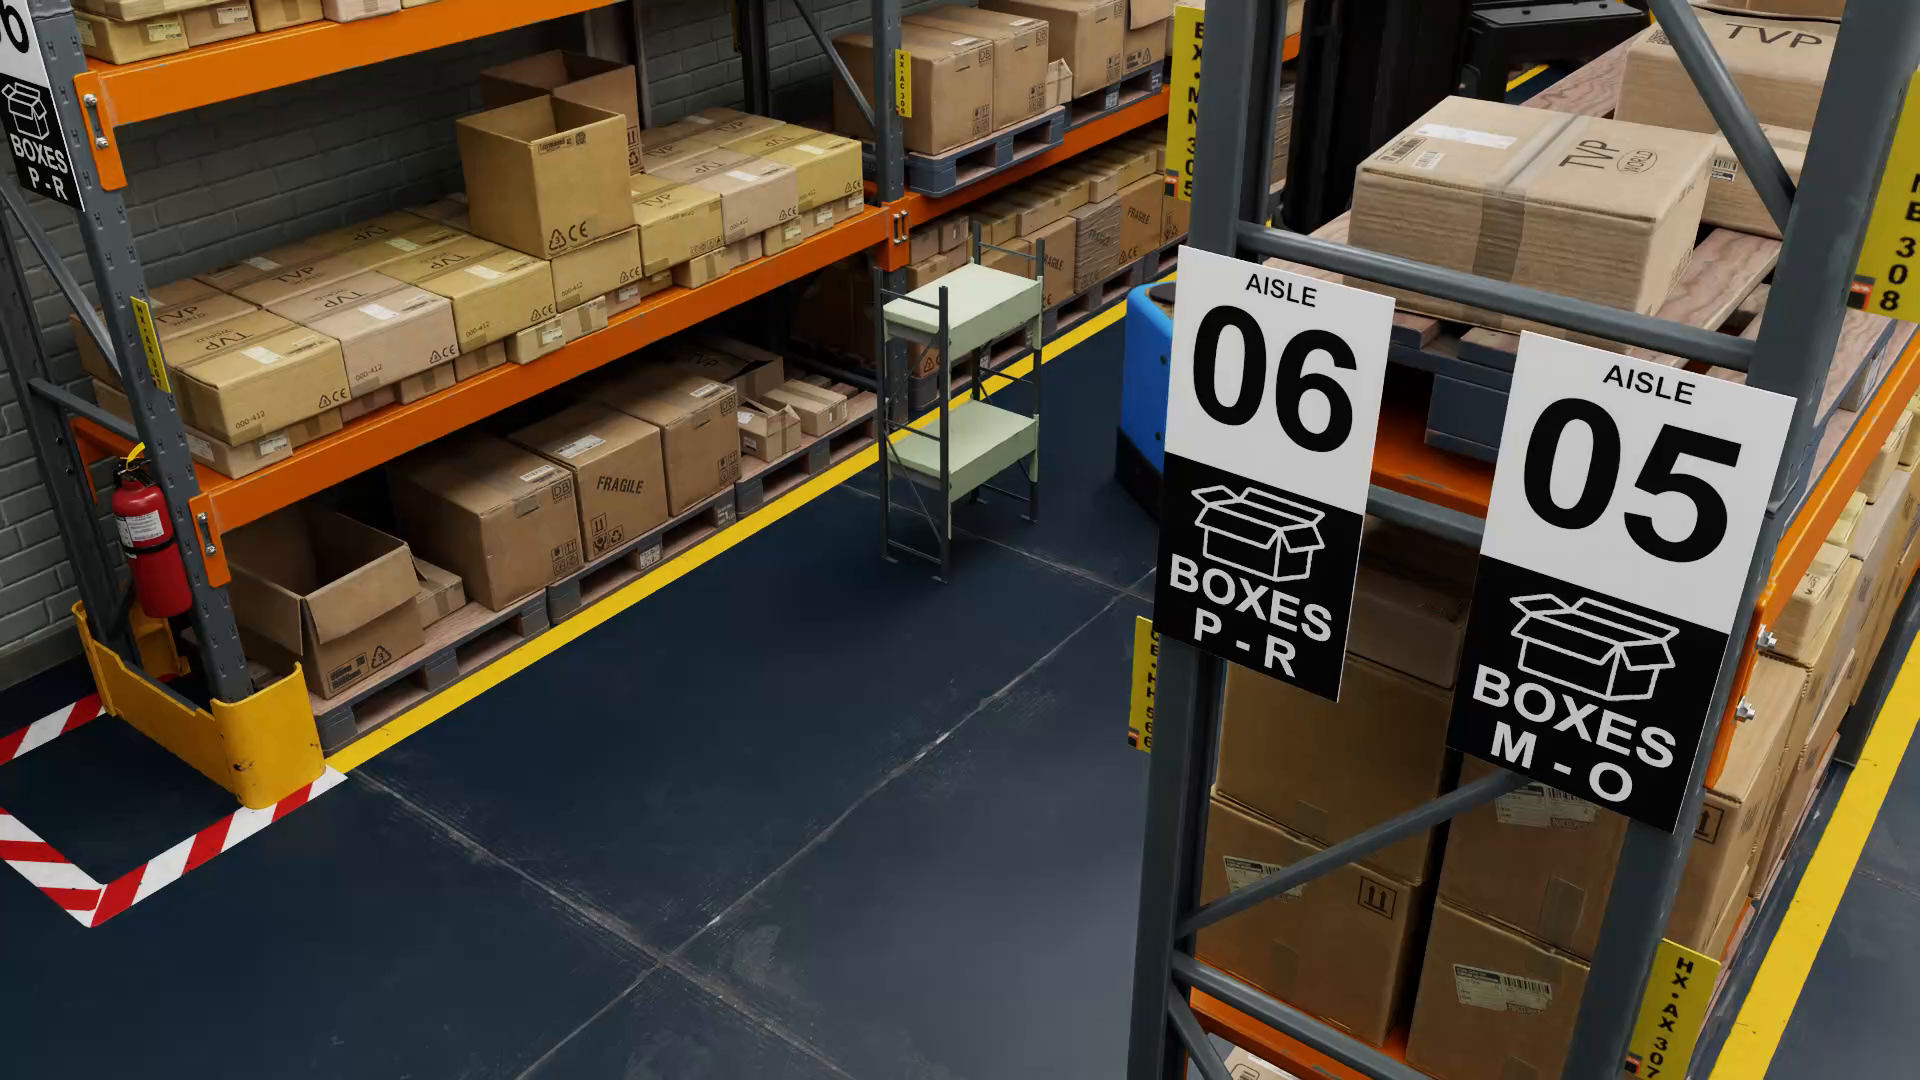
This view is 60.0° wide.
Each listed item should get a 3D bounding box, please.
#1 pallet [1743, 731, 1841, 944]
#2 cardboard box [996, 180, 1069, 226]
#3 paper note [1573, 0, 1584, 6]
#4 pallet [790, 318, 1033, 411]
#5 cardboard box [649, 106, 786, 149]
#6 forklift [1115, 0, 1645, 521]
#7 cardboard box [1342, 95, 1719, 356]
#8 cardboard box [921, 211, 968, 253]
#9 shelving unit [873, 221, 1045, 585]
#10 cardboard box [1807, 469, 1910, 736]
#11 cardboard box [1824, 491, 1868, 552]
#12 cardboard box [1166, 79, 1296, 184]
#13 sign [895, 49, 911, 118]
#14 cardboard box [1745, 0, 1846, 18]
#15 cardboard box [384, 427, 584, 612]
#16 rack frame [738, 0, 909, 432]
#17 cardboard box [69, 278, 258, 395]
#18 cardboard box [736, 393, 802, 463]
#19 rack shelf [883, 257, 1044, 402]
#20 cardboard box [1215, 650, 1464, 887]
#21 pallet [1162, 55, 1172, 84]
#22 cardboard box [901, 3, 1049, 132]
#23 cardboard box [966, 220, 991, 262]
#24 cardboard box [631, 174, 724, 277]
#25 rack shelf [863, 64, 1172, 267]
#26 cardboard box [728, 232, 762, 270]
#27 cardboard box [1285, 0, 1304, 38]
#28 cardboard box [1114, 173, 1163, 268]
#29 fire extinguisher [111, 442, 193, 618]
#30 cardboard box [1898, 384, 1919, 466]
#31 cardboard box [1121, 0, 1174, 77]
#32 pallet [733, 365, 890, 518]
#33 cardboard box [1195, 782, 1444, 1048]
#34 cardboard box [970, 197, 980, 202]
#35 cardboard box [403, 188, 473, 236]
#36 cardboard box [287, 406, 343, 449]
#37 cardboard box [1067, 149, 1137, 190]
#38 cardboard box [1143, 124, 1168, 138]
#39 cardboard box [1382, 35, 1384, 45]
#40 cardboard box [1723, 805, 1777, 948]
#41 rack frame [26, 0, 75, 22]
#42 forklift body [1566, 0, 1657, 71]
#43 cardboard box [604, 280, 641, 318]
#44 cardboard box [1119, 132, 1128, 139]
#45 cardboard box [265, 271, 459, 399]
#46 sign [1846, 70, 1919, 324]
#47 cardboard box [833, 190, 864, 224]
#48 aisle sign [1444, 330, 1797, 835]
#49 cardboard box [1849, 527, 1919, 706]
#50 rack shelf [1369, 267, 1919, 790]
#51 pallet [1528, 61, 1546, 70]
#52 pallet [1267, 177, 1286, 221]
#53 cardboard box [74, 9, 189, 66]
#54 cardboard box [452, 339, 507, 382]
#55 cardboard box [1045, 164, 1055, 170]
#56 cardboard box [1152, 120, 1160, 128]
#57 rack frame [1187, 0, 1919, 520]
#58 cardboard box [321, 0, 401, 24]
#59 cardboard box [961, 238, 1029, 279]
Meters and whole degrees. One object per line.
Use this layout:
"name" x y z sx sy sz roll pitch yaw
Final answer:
"pallet" 2.715 0.940 6.457 1.003 0.211 1.213 21 37 31
"cardboard box" 0.443 -2.069 10.202 0.380 0.149 0.250 23 37 33
"paper note" 1.626 -1.424 4.353 0.006 0.032 0.123 21 37 31
"pallet" -0.263 -1.213 10.090 1.003 0.211 1.213 21 37 31
"cardboard box" -1.238 -2.016 8.565 0.500 0.250 0.500 21 36 31
"forklift" 2.393 -1.591 8.060 3.031 2.935 1.130 -9 32 -15
"cardboard box" 1.021 -0.579 2.979 0.500 0.250 0.500 18 35 27
"cardboard box" -0.176 -1.767 9.402 0.380 0.149 0.250 19 36 29
"shelving unit" 0.004 -0.648 7.872 0.431 1.500 0.755 21 37 31
"cardboard box" 1.949 0.077 4.099 0.500 0.500 0.500 21 36 31
"cardboard box" 1.751 -0.041 3.662 0.380 0.149 0.250 20 36 30
"cardboard box" 2.079 -3.105 12.464 0.875 0.625 0.625 22 37 33
"sign" -0.286 -2.279 8.304 0.100 0.325 0.005 21 37 31
"cardboard box" 2.158 -1.249 3.865 0.500 0.500 0.500 22 37 32
"cardboard box" -2.146 -0.105 7.525 0.700 0.500 0.500 23 38 33
"rack frame" -0.723 -2.071 8.802 1.000 3.000 0.127 21 37 31
"cardboard box" -3.072 -0.777 6.474 0.500 0.250 0.500 22 37 33
"cardboard box" -1.041 -0.613 8.612 0.396 0.266 0.258 23 37 33
"rack shelf" 0.004 -0.984 7.673 0.431 0.370 0.720 21 37 31
"cardboard box" 0.923 0.339 3.657 0.500 0.500 0.500 22 37 33
"pallet" 1.338 -3.317 11.093 1.213 0.211 1.003 21 37 31
"cardboard box" 0.060 -2.633 9.240 0.700 0.500 0.500 22 37 32
"cardboard box" -0.043 -1.763 9.686 0.380 0.149 0.250 19 36 29
"cardboard box" -1.439 -1.445 7.602 0.500 0.250 0.500 21 36 31
"rack shelf" 0.484 -2.574 10.357 1.077 0.370 4.000 21 37 31
"cardboard box" -1.172 -1.431 7.969 0.380 0.149 0.250 22 37 33
"cardboard box" 2.154 -3.737 11.761 0.500 0.250 0.500 21 37 31
"cardboard box" 0.983 -2.150 10.976 0.500 0.500 0.500 23 38 33
"fire extinguisher" -2.858 -0.049 5.832 0.296 0.674 0.183 21 37 31
"cardboard box" 2.226 -0.347 4.179 0.380 0.149 0.250 20 36 30
"cardboard box" 0.853 -3.201 10.196 0.797 0.503 0.637 20 36 30
"pallet" -1.139 -0.592 9.042 1.003 0.211 1.213 21 37 31
"cardboard box" 0.902 0.761 3.926 0.500 0.500 0.500 21 37 32
"cardboard box" -0.094 -2.111 10.273 0.380 0.149 0.250 22 37 33
"cardboard box" -2.141 -1.398 7.523 0.500 0.250 0.500 21 37 31
"cardboard box" -2.604 -0.503 6.404 0.380 0.149 0.250 22 37 32
"cardboard box" 0.915 -2.393 10.750 0.380 0.149 0.250 21 36 31
"cardboard box" 1.455 -2.682 11.236 0.380 0.149 0.250 19 36 29
"cardboard box" 3.325 -3.953 13.895 0.875 0.625 0.625 21 36 31
"cardboard box" 1.623 0.717 3.999 0.500 0.500 0.500 21 36 31
"rack frame" -3.138 -3.026 4.529 1.000 3.000 0.127 21 37 31
"forklift body" 6.830 -5.251 15.000 2.313 2.155 1.214 21 37 31
"cardboard box" -1.660 -1.133 7.467 0.380 0.149 0.250 21 37 31
"cardboard box" 0.946 -2.865 11.546 0.380 0.149 0.250 22 37 33
"cardboard box" -2.345 -0.815 6.538 0.500 0.250 0.500 22 37 32
"sign" 1.260 -0.446 2.183 0.100 0.325 0.005 21 37 31
"cardboard box" -0.715 -1.755 8.516 0.380 0.149 0.250 22 37 32
"aisle sign" 1.009 0.082 2.620 0.394 0.787 0.004 21 37 31
"cardboard box" 2.562 0.099 5.042 0.500 0.500 0.500 21 36 31
"rack shelf" 2.029 -0.712 4.274 1.077 0.370 4.000 21 37 31
"pallet" 5.355 -4.931 16.363 1.003 0.211 1.213 21 37 31
"pallet" 2.219 -2.819 12.800 1.003 0.211 1.213 21 37 31
"cardboard box" -2.760 -1.685 5.455 0.380 0.149 0.250 22 37 32
"cardboard box" -2.116 -0.815 6.929 0.380 0.149 0.250 22 37 32
"cardboard box" 0.390 -2.423 10.799 0.380 0.149 0.250 21 37 32
"cardboard box" 1.213 -2.717 11.932 0.500 0.500 0.500 23 37 33
"rack frame" 0.822 -1.499 1.954 1.000 3.000 0.127 21 37 31
"cardboard box" -2.222 -1.968 5.933 0.380 0.149 0.250 22 37 32
"cardboard box" 0.062 -1.523 9.917 0.500 0.500 0.500 21 36 31
